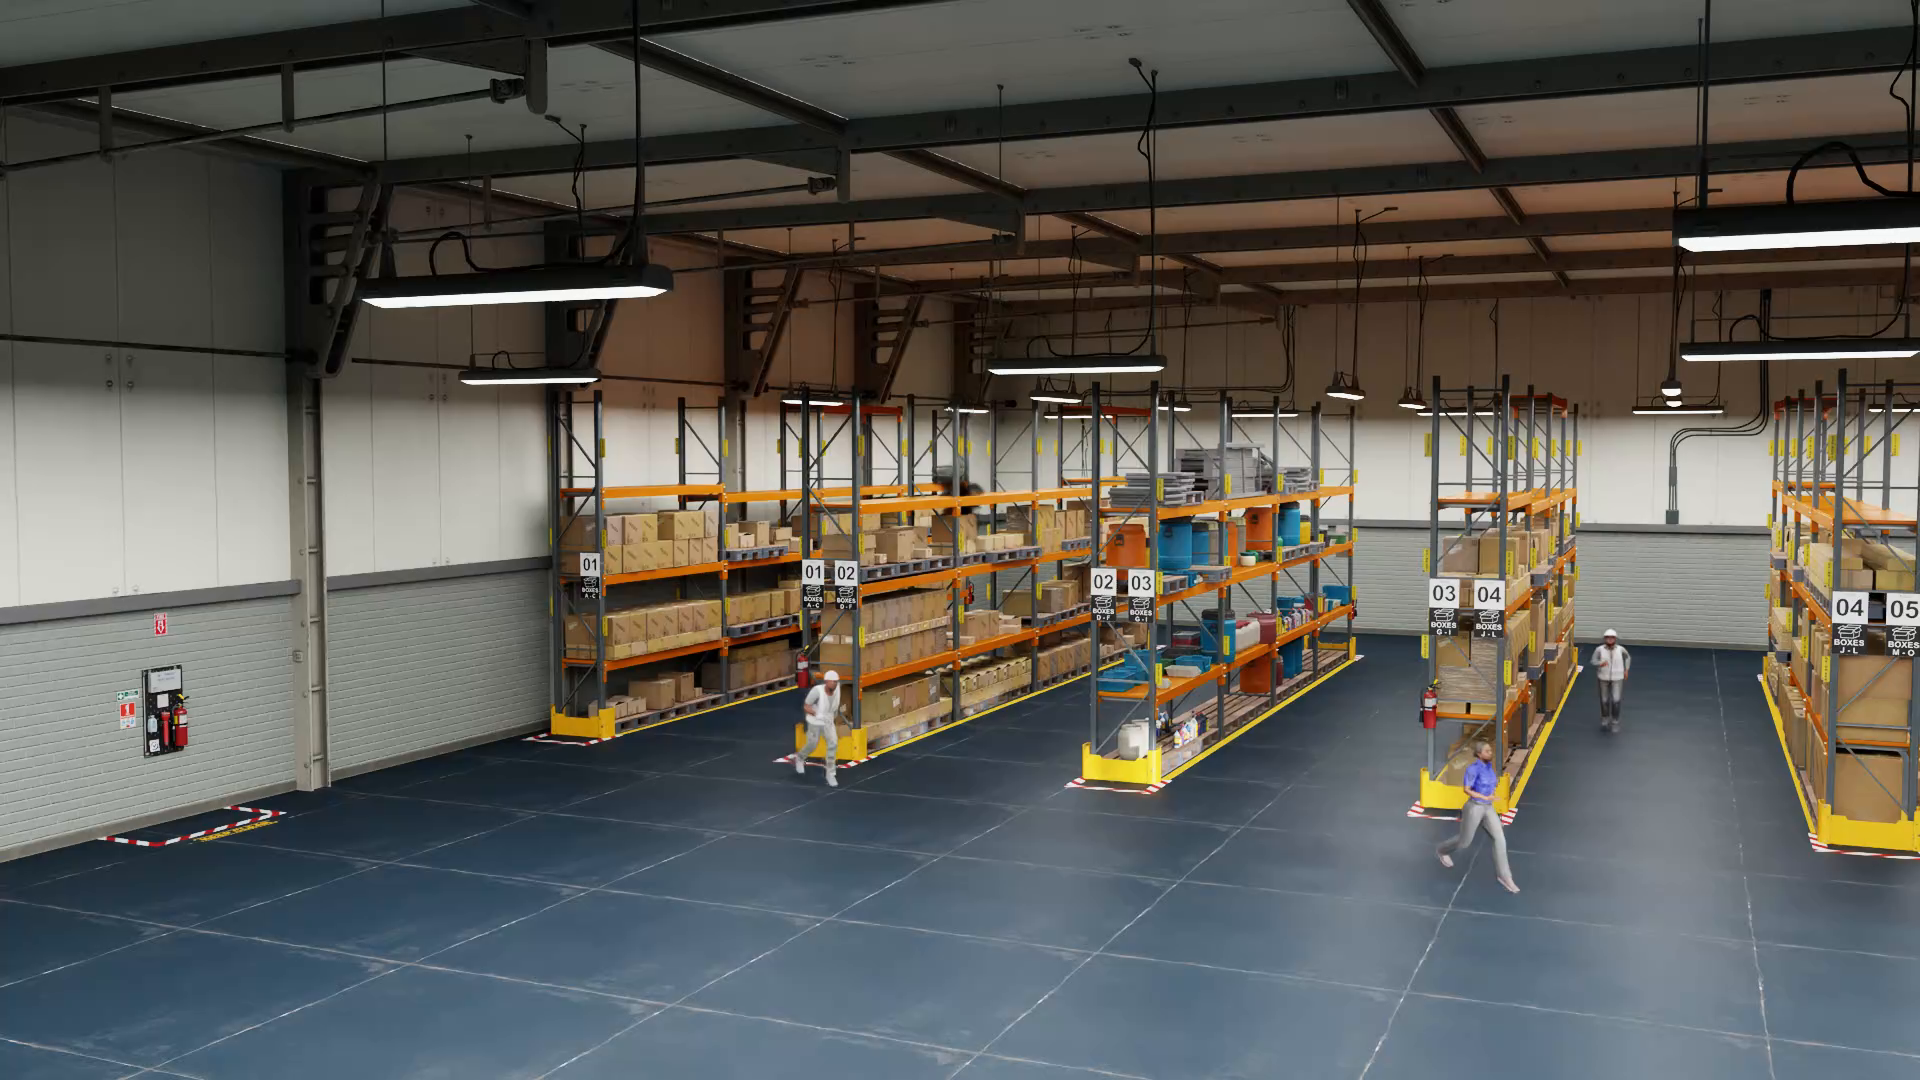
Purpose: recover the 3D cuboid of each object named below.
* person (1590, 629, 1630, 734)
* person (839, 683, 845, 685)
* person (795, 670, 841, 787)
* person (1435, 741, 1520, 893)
[{"bbox_3d":[11.495,2.496,29.416,0.657,1.846,0.768,1,3,23],"label":"person"},{"bbox_3d":[-2.291,2.140,31.415,0.608,1.781,0.873,1,3,21],"label":"person"},{"bbox_3d":[-2.139,2.788,24.996,0.724,1.738,1.051,-3,4,-43],"label":"person"},{"bbox_3d":[5.913,3.134,19.066,0.543,1.675,1.077,-2,4,-32],"label":"person"}]
